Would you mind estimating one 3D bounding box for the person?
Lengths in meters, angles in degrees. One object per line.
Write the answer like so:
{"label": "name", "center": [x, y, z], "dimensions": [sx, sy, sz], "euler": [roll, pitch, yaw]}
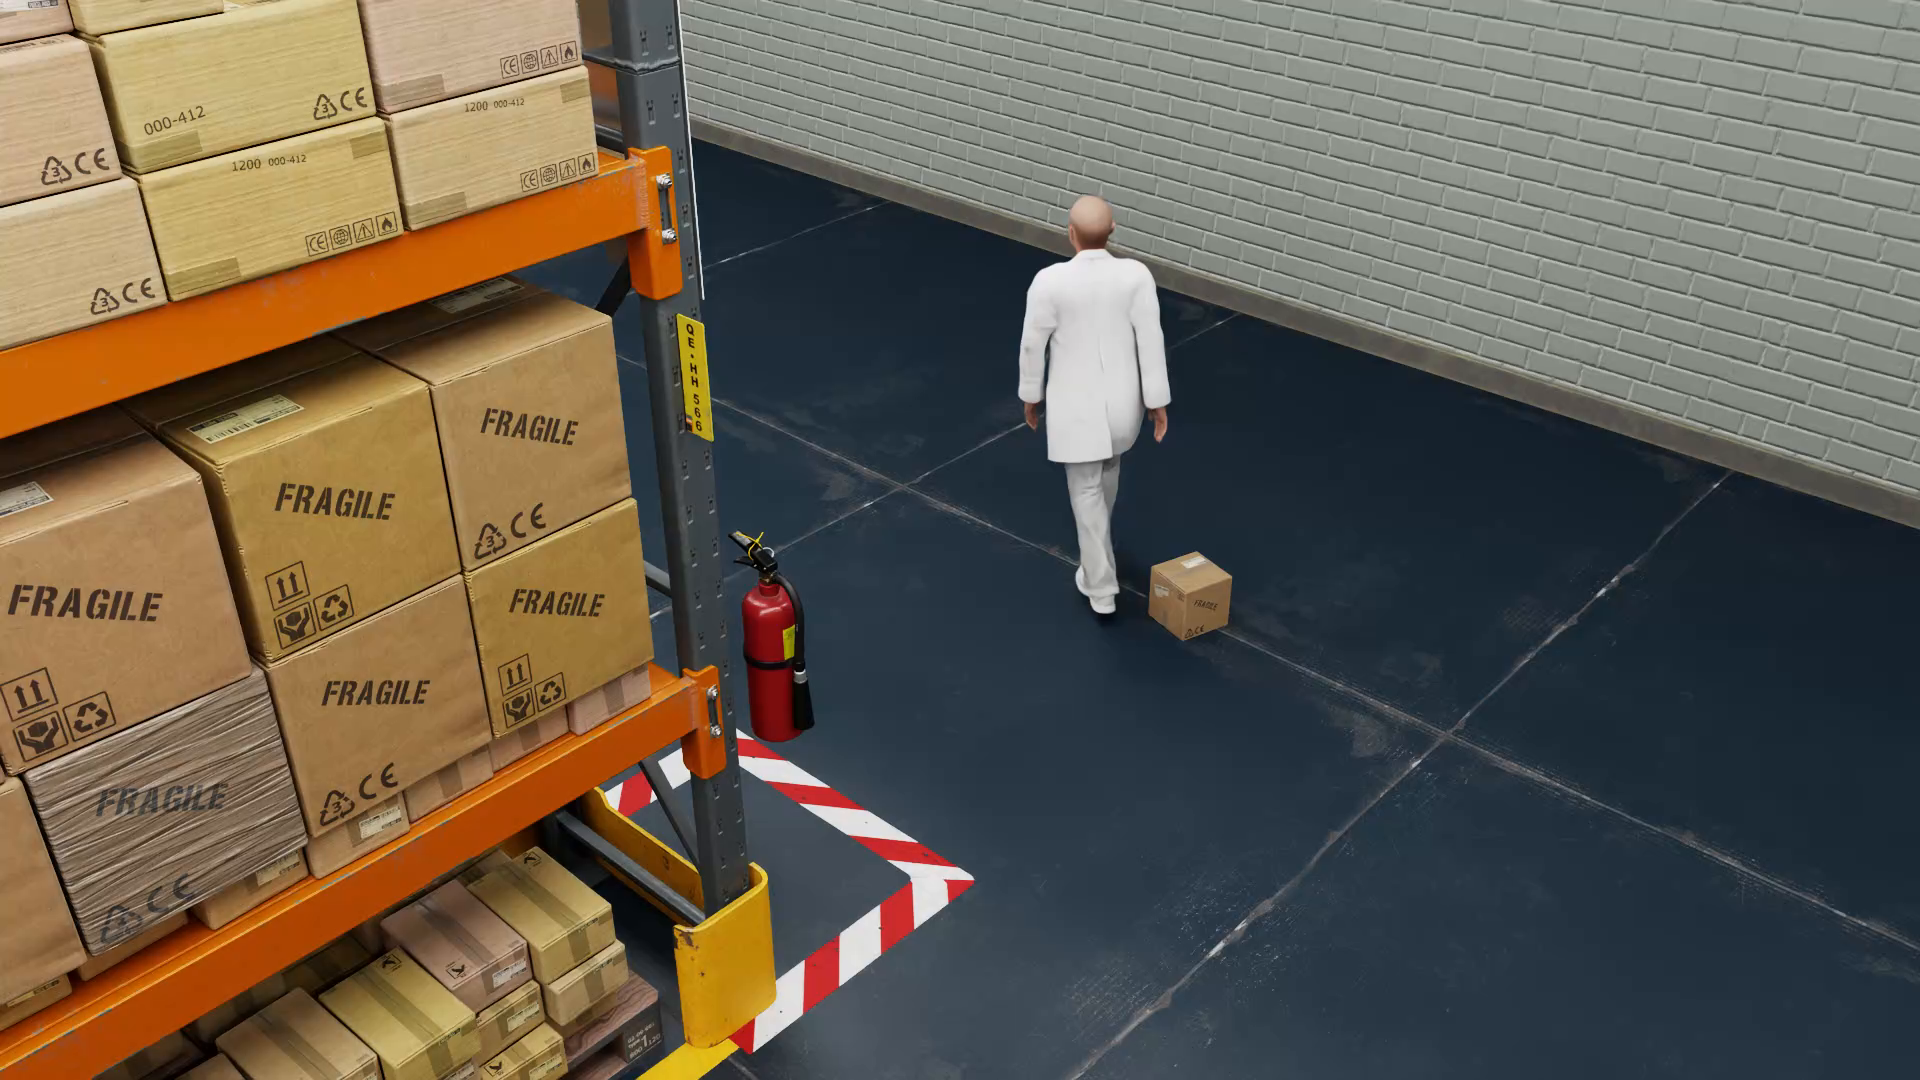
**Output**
{"label": "person", "center": [0.557, -0.598, 7.155], "dimensions": [0.608, 1.784, 0.852], "euler": [-7, 32, -11]}
